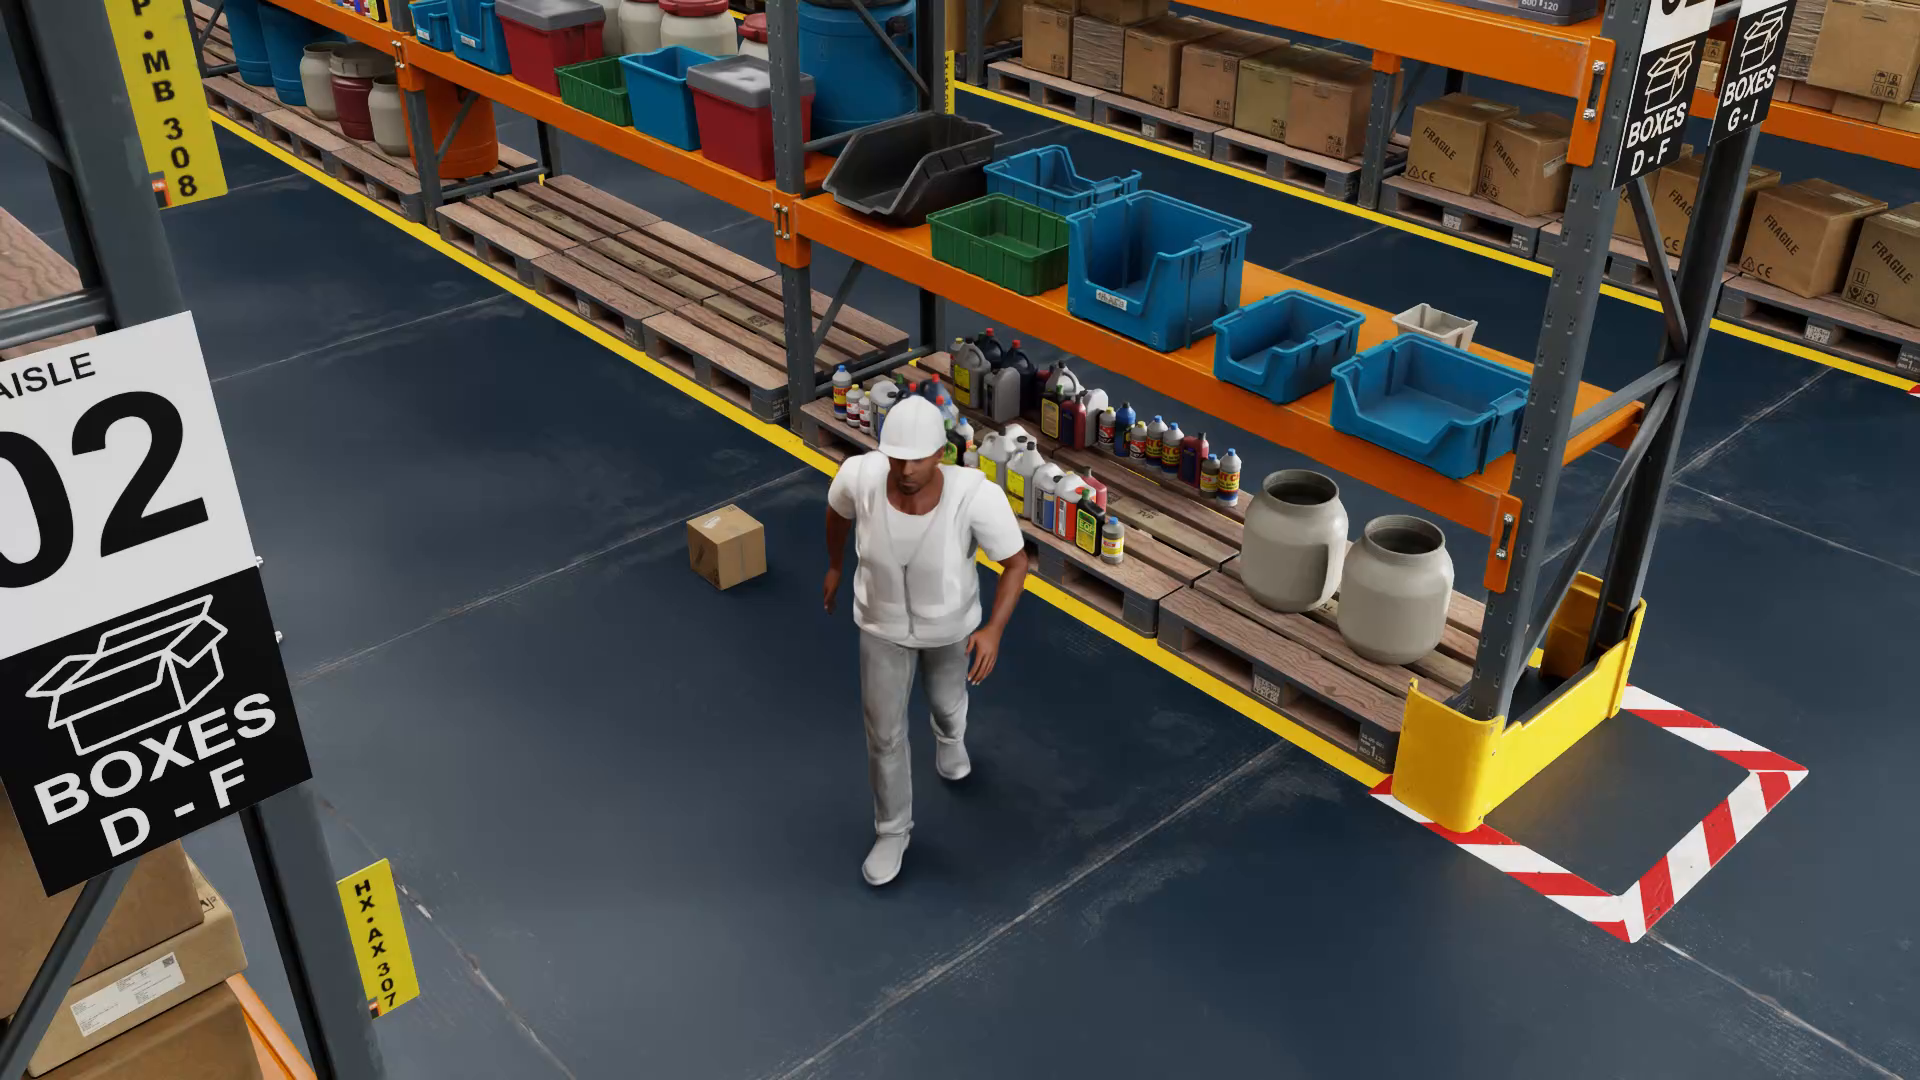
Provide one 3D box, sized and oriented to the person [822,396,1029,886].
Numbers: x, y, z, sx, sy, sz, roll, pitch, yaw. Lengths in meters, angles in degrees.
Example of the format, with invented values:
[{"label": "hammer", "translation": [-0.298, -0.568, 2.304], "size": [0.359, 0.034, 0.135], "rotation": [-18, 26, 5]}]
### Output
[{"label": "person", "translation": [-0.129, 0.261, 5.658], "size": [0.719, 1.748, 0.840], "rotation": [2, 32, 4]}]
